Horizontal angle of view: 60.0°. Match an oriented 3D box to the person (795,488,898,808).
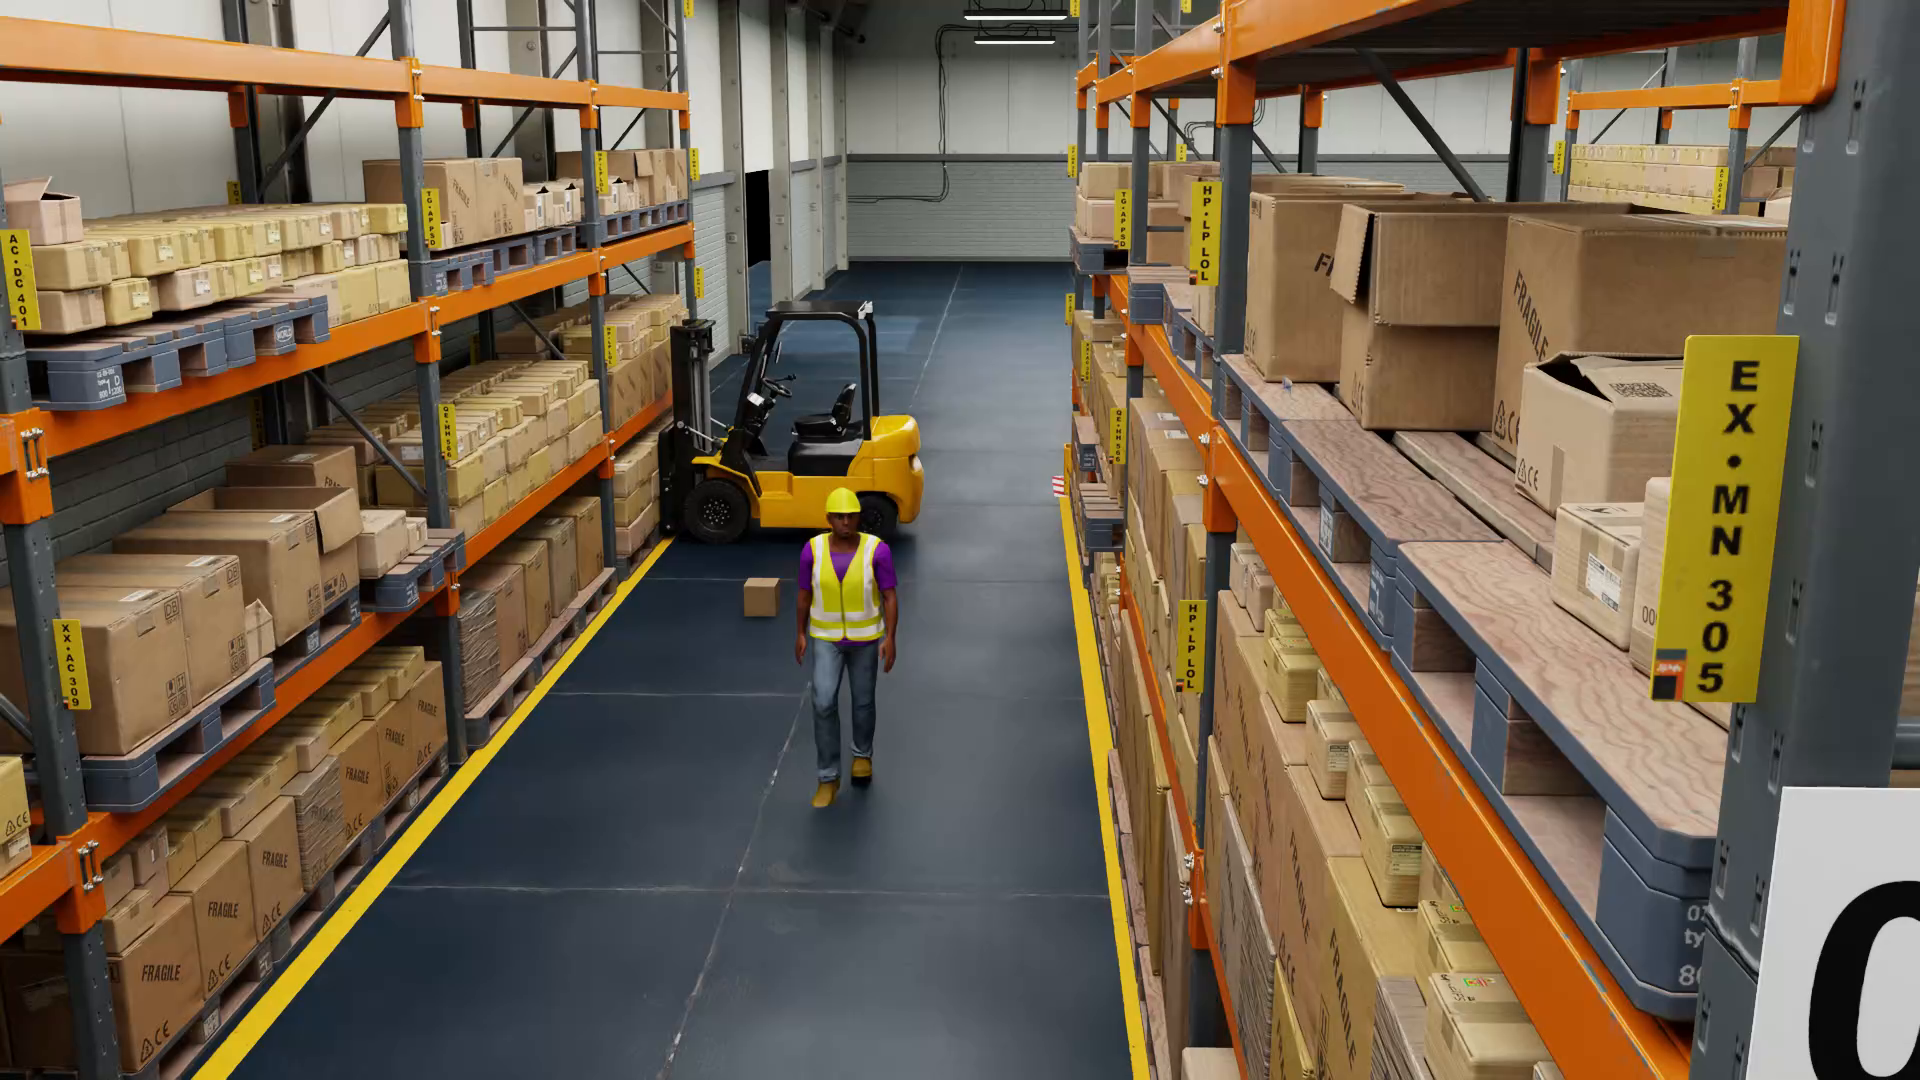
[{"bbox_3d":[-0.656,0.609,9.542,0.607,1.828,0.654,0,14,-1],"label":"person"}]
